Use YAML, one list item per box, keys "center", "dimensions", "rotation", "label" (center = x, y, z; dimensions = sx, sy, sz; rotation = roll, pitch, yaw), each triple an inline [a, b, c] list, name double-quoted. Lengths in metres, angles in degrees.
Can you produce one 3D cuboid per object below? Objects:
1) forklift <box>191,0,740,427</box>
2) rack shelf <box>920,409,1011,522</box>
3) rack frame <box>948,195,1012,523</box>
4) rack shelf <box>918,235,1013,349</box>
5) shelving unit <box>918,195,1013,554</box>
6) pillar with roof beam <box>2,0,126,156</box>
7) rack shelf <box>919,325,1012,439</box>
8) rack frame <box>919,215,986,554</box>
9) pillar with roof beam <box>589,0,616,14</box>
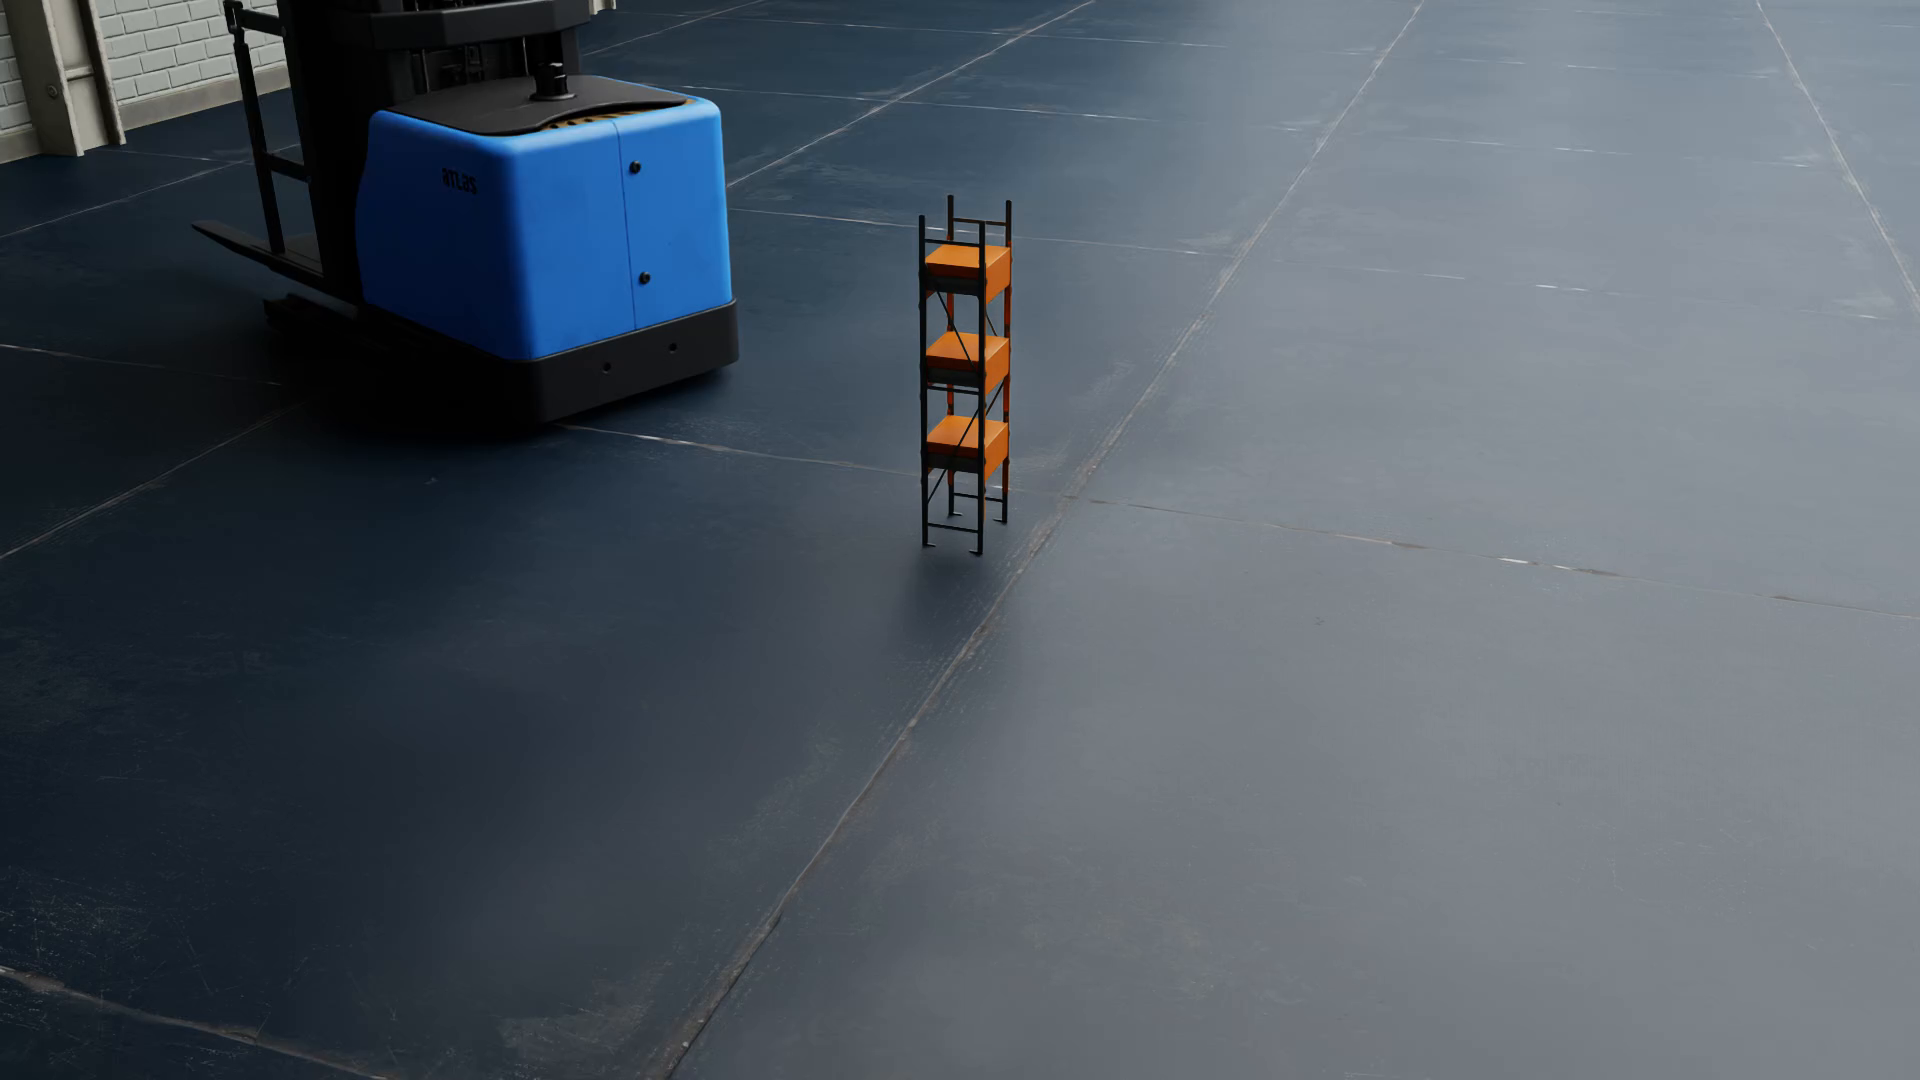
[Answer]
- center: [-2.287, -2.262, 6.558]
  dimensions: [3.031, 2.935, 1.130]
  rotation: [22, 34, 38]
  label: "forklift"
- center: [0.018, -0.235, 5.192]
  dimensions: [0.215, 0.259, 0.240]
  rotation: [9, 27, 17]
  label: "rack shelf"
- center: [0.058, -0.545, 5.170]
  dimensions: [0.200, 1.050, 0.008]
  rotation: [9, 27, 17]
  label: "rack frame"
- center: [0.018, -0.740, 4.948]
  dimensions: [0.215, 0.259, 0.240]
  rotation: [9, 27, 17]
  label: "rack shelf"
- center: [0.018, -0.495, 5.067]
  dimensions: [0.215, 1.050, 0.252]
  rotation: [9, 27, 17]
  label: "shelving unit"
- center: [-1.341, -5.842, 6.990]
  dimensions: [9.100, 9.000, 0.400]
  rotation: [9, 27, 17]
  label: "pillar with roof beam"
- center: [0.018, -0.485, 5.071]
  dimensions: [0.215, 0.259, 0.240]
  rotation: [9, 27, 17]
  label: "rack shelf"
- center: [-0.023, -0.444, 4.963]
  dimensions: [0.200, 1.050, 0.008]
  rotation: [9, 27, 17]
  label: "rack frame"
- center: [0.655, -8.308, 12.083]
  dimensions: [9.100, 9.000, 0.400]
  rotation: [9, 27, 17]
  label: "pillar with roof beam"
